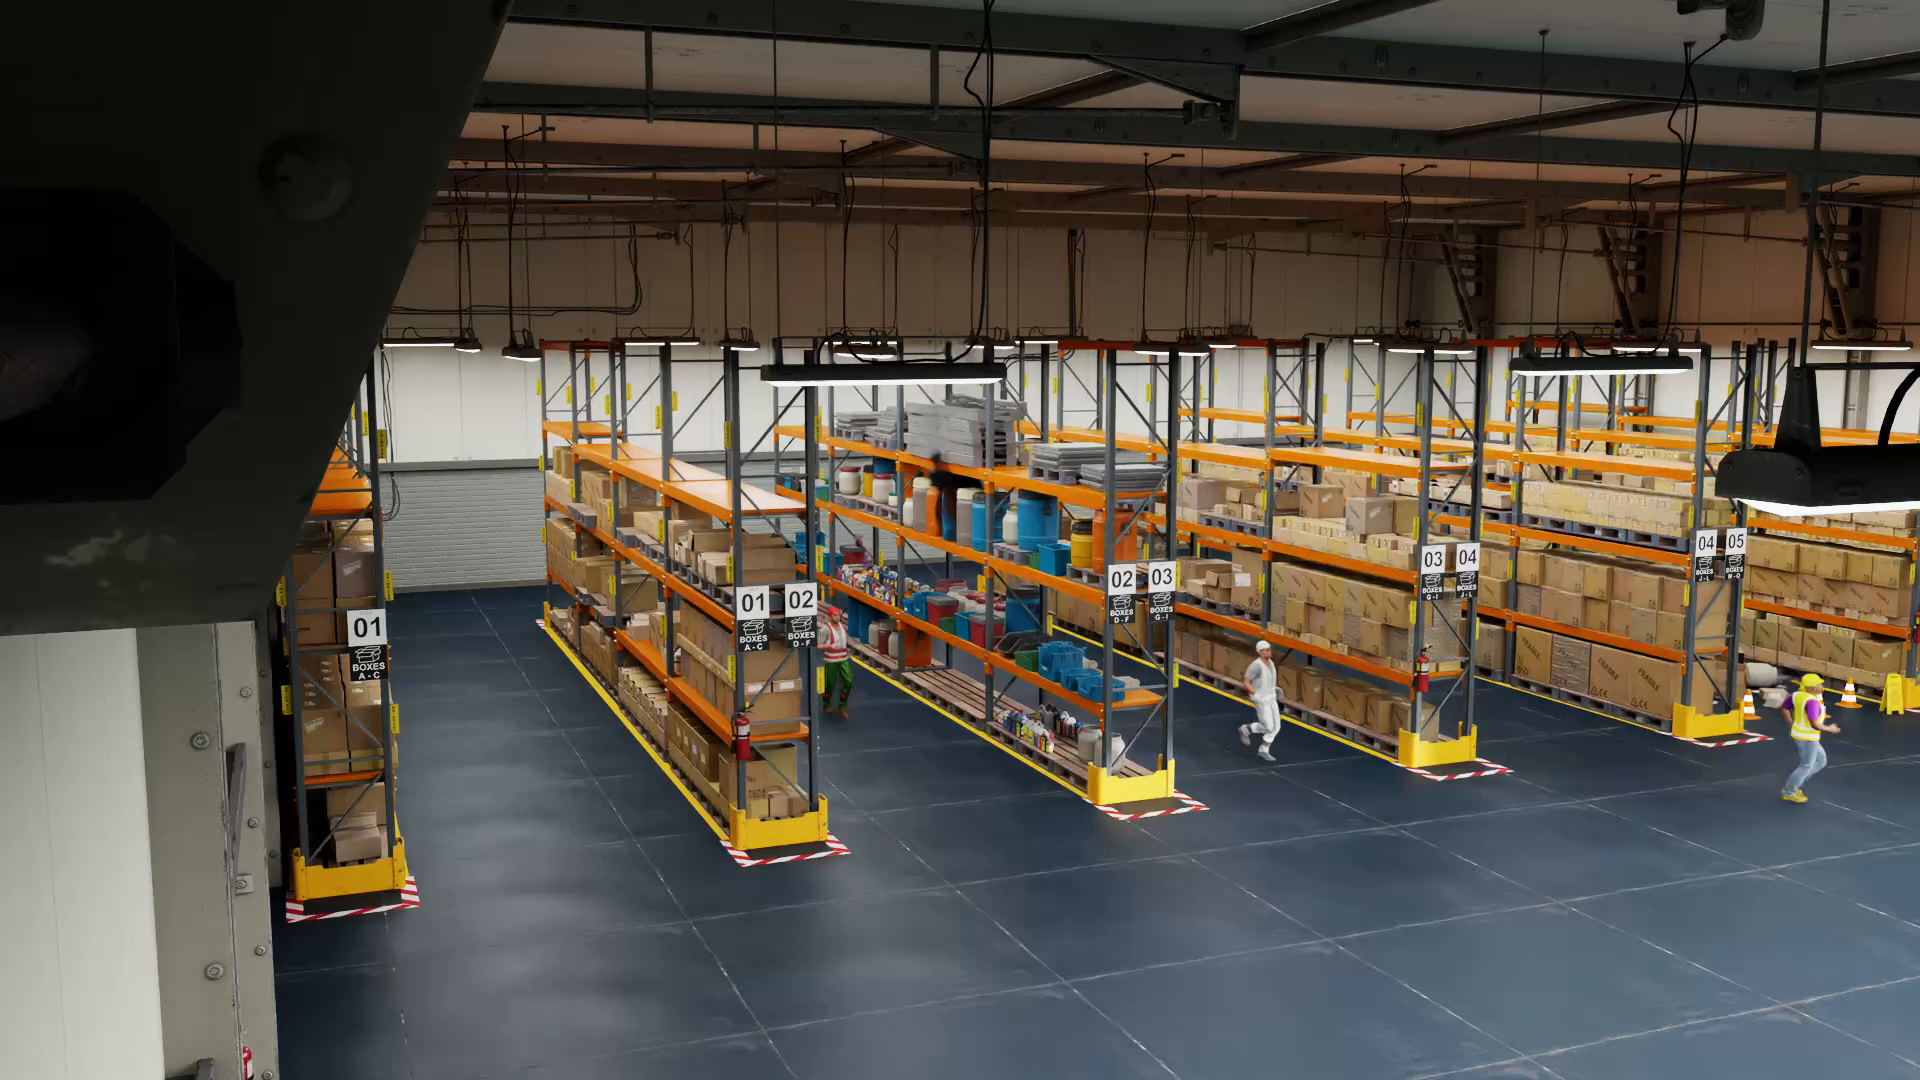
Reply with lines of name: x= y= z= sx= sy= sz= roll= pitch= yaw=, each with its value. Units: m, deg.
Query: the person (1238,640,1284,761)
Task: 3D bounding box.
person: x=4.394 y=2.328 z=24.322 sx=0.611 sy=1.752 sz=0.670 roll=7 pitch=10 yaw=43

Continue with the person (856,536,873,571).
person: x=-2.175 y=0.665 z=37.767 sx=0.500 sy=1.543 sz=0.588 roll=3 pitch=8 yaw=21

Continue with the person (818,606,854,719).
person: x=-1.980 y=1.975 z=26.734 sx=0.632 sy=1.824 sz=0.705 roll=-5 pitch=9 yaw=-34

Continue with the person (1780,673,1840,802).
person: x=11.229 y=2.617 z=21.957 sx=0.633 sy=1.737 sz=0.700 roll=2 pitch=8 yaw=12
